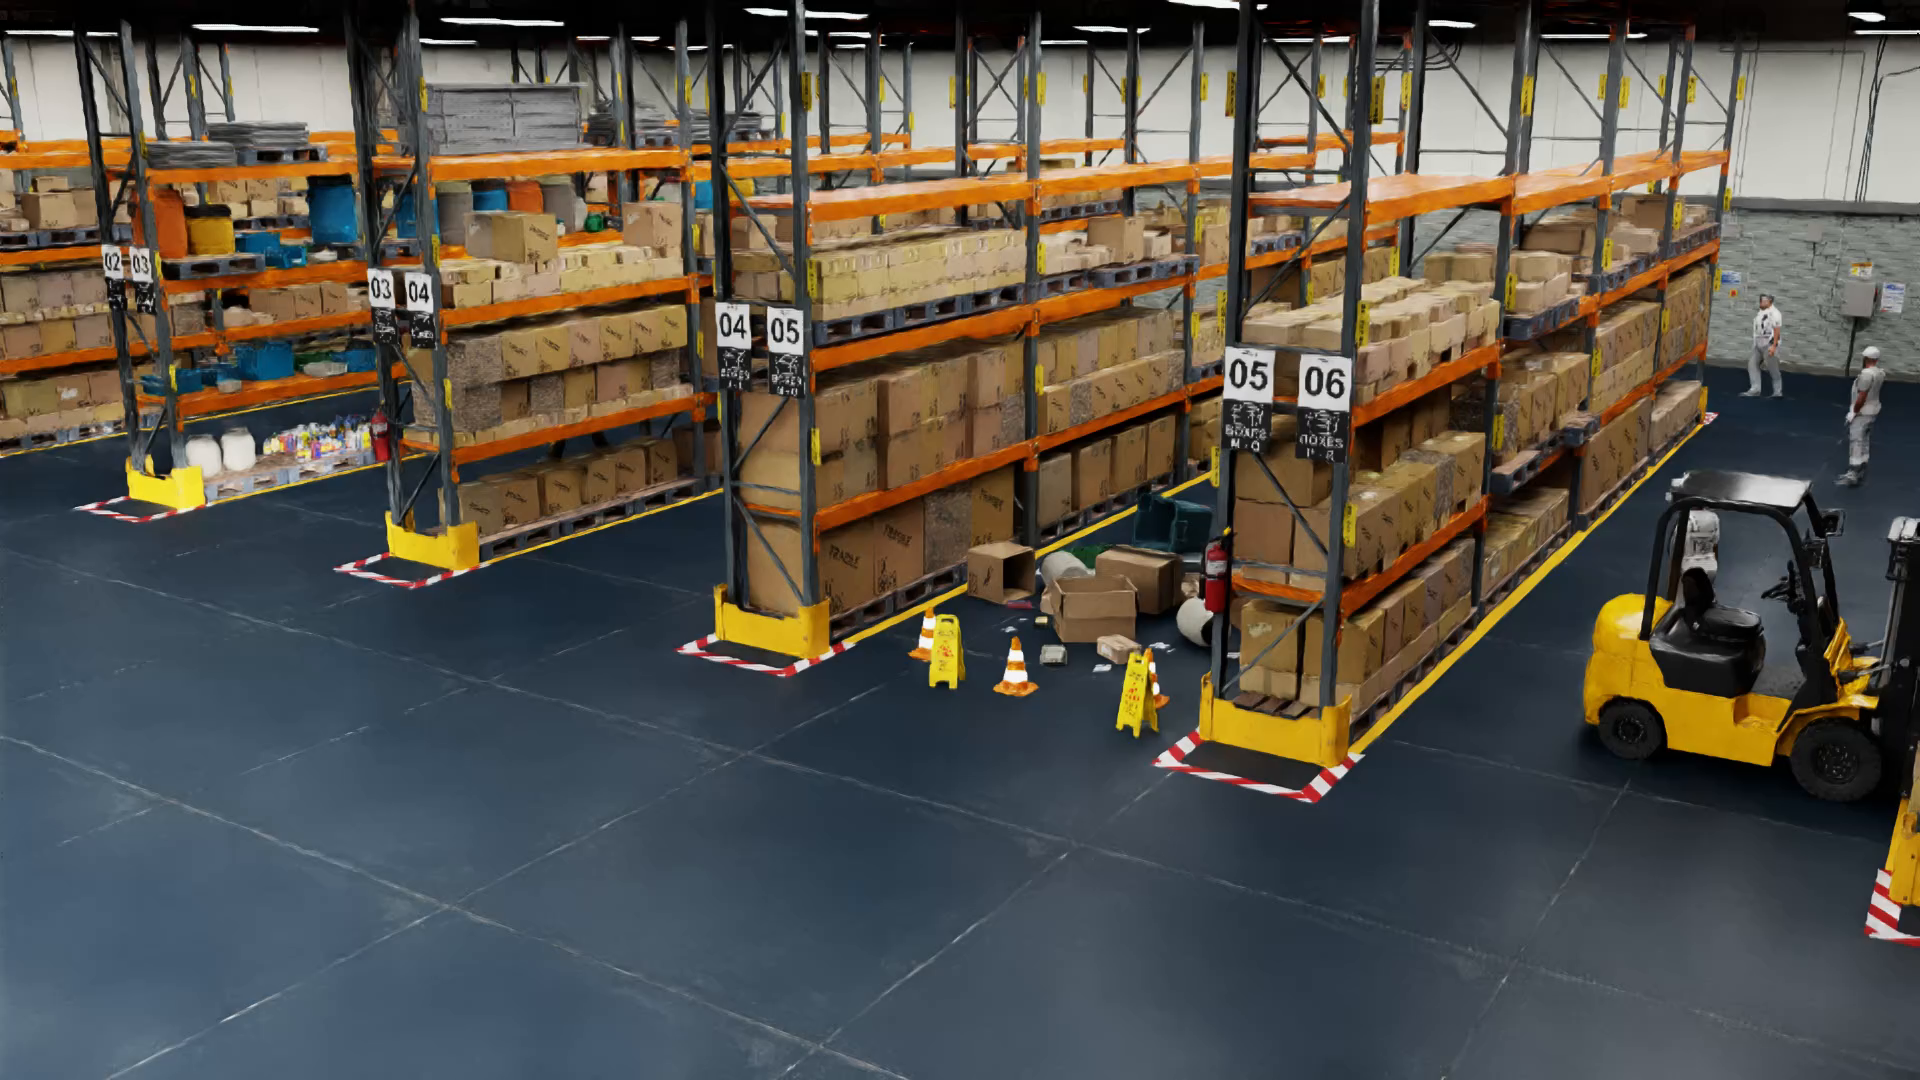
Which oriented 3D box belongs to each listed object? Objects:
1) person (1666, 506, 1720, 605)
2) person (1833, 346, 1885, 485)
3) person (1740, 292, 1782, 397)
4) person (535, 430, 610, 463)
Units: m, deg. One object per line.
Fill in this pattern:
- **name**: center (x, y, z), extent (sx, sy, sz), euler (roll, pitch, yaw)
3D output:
- **person**: center (6.565, 0.306, 14.967), extent (0.573, 1.665, 0.551), euler (-8, 17, -26)
- **person**: center (11.796, -1.633, 21.761), extent (0.587, 1.826, 0.401), euler (-13, 20, -38)
- **person**: center (13.442, -3.244, 27.668), extent (0.605, 1.731, 0.579), euler (-3, 16, -10)
- **person**: center (-5.292, -1.895, 22.753), extent (0.576, 1.712, 1.090), euler (14, 20, 40)
